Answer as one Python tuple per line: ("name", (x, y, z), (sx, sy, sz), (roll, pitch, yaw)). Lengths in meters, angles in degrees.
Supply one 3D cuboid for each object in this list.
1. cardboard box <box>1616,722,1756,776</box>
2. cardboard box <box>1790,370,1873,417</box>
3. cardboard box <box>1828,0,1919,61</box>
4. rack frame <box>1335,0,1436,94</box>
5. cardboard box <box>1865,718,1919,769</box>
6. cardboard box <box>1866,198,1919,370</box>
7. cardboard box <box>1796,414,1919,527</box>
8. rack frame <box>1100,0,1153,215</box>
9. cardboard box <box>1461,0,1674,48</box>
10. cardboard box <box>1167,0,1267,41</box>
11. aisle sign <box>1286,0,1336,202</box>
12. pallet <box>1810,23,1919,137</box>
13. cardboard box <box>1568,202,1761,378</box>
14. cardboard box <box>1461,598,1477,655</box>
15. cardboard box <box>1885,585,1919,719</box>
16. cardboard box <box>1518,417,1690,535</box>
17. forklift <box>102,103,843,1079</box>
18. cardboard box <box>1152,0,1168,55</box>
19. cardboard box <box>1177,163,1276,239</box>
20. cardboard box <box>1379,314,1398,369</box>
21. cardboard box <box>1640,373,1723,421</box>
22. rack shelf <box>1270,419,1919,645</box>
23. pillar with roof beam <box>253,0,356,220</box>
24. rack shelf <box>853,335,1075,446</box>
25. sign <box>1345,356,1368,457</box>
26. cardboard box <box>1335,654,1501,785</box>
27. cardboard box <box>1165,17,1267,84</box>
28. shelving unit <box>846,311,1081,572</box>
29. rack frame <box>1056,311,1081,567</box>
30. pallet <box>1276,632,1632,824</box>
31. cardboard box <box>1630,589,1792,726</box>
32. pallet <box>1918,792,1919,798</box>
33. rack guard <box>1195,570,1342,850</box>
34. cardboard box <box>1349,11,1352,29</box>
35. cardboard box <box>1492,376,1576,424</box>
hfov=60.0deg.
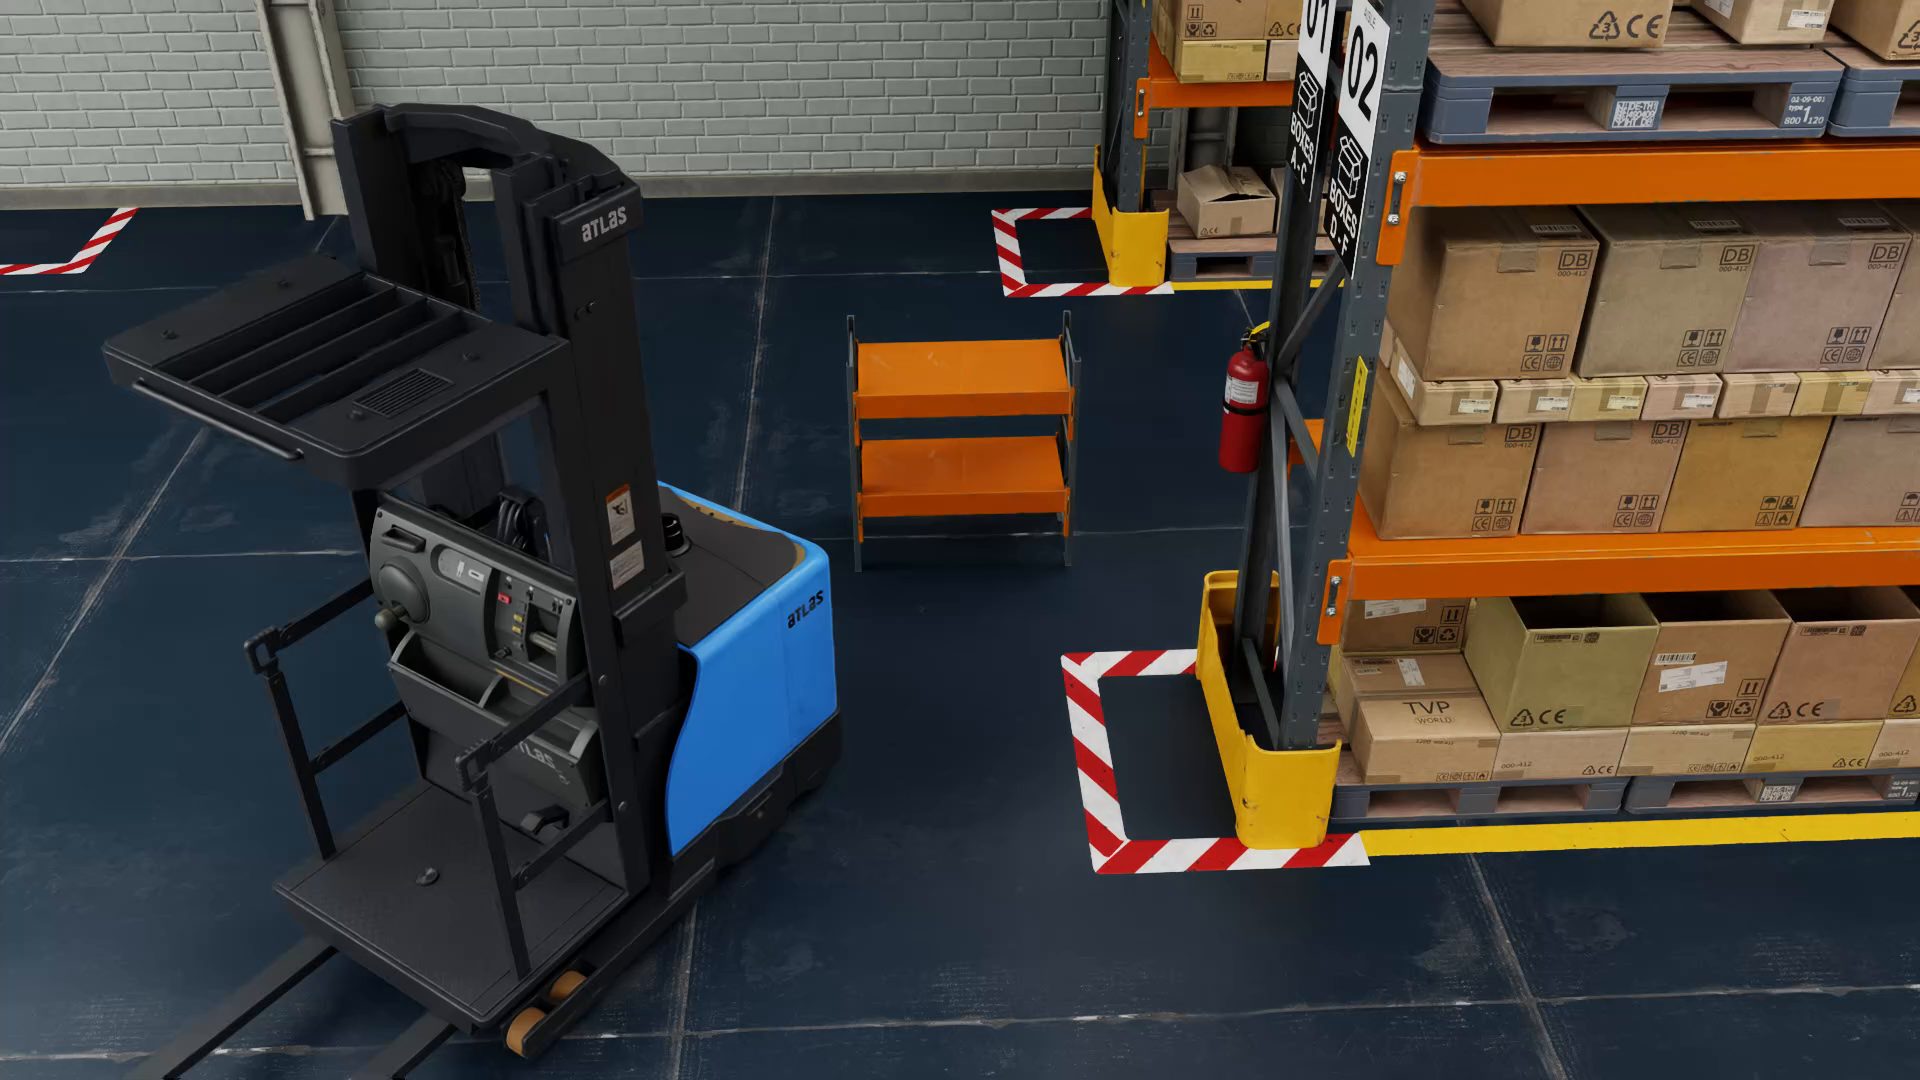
("cardboard box", (2.813, 0.682, 6.676), (0.500, 0.250, 0.500), (-2, 35, -2))
("cardboard box", (2.957, -0.591, 5.810), (0.250, 0.149, 0.380), (-2, 35, -3))
("cardboard box", (2.940, -1.753, 4.932), (0.500, 0.500, 0.500), (-2, 35, -2))
("rack frame", (1.268, -2.826, 4.426), (0.127, 3.000, 1.000), (-2, 35, -2))
("cardboard box", (3.812, 0.658, 6.711), (0.500, 0.250, 0.500), (-2, 35, -2))
("cardboard box", (3.317, -0.985, 5.810), (0.500, 0.500, 0.700), (-2, 35, -2))
("cardboard box", (3.282, -0.449, 6.175), (0.500, 0.500, 0.700), (-1, 35, -1))
("rack frame", (1.030, -3.175, 10.202), (0.127, 3.000, 1.000), (-2, 35, -2))
("cardboard box", (1.843, -1.878, 5.109), (0.637, 0.503, 0.797), (1, 35, 1))
("cardboard box", (1.521, -3.272, 9.797), (0.500, 0.500, 0.500), (-1, 35, -2))
("aisle sign", (1.189, -1.593, 5.632), (0.004, 0.787, 0.394), (-2, 35, -2))
("pallet", (3.198, -1.595, 5.361), (1.213, 0.211, 1.003), (-2, 35, -2))
("cardboard box", (2.313, -0.958, 5.770), (0.500, 0.500, 0.700), (-2, 35, -3))
("cardboard box", (2.289, 0.396, 7.089), (0.500, 0.250, 0.500), (-2, 35, -2))
("cardboard box", (3.812, 0.342, 6.508), (0.500, 0.500, 0.500), (-2, 35, -2))
("cardboard box", (2.260, -0.422, 6.137), (0.500, 0.500, 0.700), (-1, 35, -1))
("forklift", (-1.721, 0.253, 5.308), (1.130, 2.935, 3.031), (21, 40, 27))
("cardboard box", (1.488, -3.244, 10.416), (0.500, 0.250, 0.500), (-1, 35, -2))
("cardboard box", (1.726, -2.218, 10.795), (0.500, 0.311, 0.500), (-5, 35, -8))
("cardboard box", (1.641, -0.785, 6.091), (0.250, 0.149, 0.380), (-2, 35, -3))
("cardboard box", (2.436, -0.575, 5.787), (0.250, 0.149, 0.380), (-2, 35, -3))
("rack shelf", (3.266, -0.117, 6.415), (4.000, 0.370, 1.077), (-2, 35, -2))
("pillar with roof beam", (-4.101, -3.543, 5.463), (0.400, 9.000, 9.100), (-2, 35, -2))
("rack shelf", (0.007, -0.703, 7.764), (1.000, 0.278, 0.538), (-2, 35, -2))
("sign", (1.289, -0.432, 5.408), (0.005, 0.325, 0.100), (-2, 35, -2))
("cardboard box", (1.815, 0.711, 6.634), (0.500, 0.250, 0.500), (-2, 35, -2))
("cardboard box", (1.533, -2.954, 9.997), (0.500, 0.250, 0.500), (-3, 35, -4))
("shelving unit", (0.007, -0.463, 7.930), (1.048, 1.125, 0.538), (-2, 35, -2))
("rack frame", (0.515, -0.476, 7.950), (0.032, 1.125, 0.500), (-2, 35, -2))
("pallet", (2.030, 0.743, 6.991), (1.213, 0.211, 1.003), (-2, 35, -2))
("cardboard box", (2.813, 0.367, 6.472), (0.500, 0.500, 0.500), (-2, 35, -2))
("pallet", (4.468, 0.677, 7.086), (1.213, 0.211, 1.003), (-2, 35, -2))
("rack guard", (1.244, 0.669, 6.843), (0.348, 0.500, 1.175), (-2, 35, -2))
("cardboard box", (2.532, -3.290, 9.823), (0.500, 0.500, 0.500), (-3, 35, -4))
("cardboard box", (1.934, -0.564, 5.771), (0.250, 0.149, 0.380), (-2, 35, -3))
